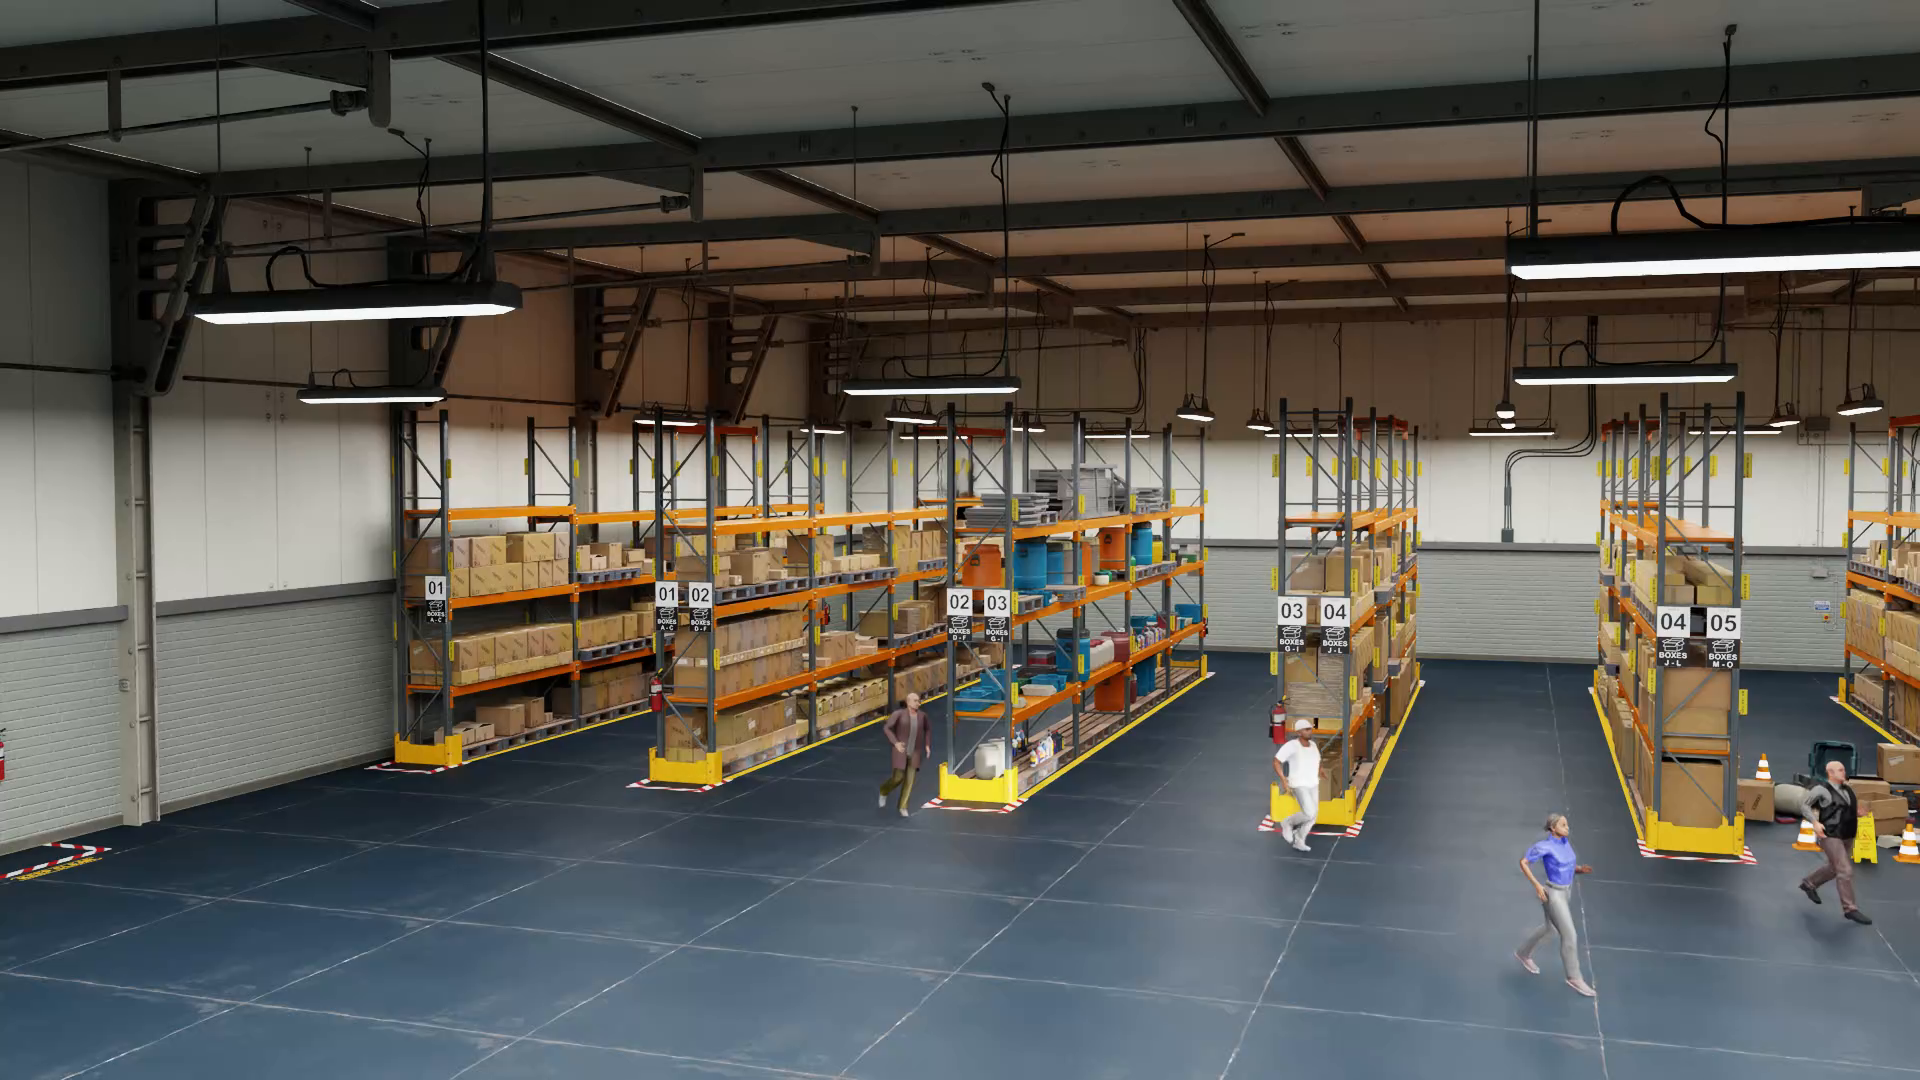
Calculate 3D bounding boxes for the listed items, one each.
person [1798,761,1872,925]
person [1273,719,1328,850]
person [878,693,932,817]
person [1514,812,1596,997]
[{"bbox_3d":[9.758,3.412,18.532,0.655,1.527,0.967,-1,3,-27],"label":"person"},{"bbox_3d":[4.512,3.209,21.758,0.706,1.722,0.580,-2,3,-33],"label":"person"},{"bbox_3d":[-0.749,3.098,24.226,0.771,1.743,0.810,-1,3,-25],"label":"person"},{"bbox_3d":[5.755,3.474,16.044,0.855,1.669,0.562,2,3,45],"label":"person"}]
